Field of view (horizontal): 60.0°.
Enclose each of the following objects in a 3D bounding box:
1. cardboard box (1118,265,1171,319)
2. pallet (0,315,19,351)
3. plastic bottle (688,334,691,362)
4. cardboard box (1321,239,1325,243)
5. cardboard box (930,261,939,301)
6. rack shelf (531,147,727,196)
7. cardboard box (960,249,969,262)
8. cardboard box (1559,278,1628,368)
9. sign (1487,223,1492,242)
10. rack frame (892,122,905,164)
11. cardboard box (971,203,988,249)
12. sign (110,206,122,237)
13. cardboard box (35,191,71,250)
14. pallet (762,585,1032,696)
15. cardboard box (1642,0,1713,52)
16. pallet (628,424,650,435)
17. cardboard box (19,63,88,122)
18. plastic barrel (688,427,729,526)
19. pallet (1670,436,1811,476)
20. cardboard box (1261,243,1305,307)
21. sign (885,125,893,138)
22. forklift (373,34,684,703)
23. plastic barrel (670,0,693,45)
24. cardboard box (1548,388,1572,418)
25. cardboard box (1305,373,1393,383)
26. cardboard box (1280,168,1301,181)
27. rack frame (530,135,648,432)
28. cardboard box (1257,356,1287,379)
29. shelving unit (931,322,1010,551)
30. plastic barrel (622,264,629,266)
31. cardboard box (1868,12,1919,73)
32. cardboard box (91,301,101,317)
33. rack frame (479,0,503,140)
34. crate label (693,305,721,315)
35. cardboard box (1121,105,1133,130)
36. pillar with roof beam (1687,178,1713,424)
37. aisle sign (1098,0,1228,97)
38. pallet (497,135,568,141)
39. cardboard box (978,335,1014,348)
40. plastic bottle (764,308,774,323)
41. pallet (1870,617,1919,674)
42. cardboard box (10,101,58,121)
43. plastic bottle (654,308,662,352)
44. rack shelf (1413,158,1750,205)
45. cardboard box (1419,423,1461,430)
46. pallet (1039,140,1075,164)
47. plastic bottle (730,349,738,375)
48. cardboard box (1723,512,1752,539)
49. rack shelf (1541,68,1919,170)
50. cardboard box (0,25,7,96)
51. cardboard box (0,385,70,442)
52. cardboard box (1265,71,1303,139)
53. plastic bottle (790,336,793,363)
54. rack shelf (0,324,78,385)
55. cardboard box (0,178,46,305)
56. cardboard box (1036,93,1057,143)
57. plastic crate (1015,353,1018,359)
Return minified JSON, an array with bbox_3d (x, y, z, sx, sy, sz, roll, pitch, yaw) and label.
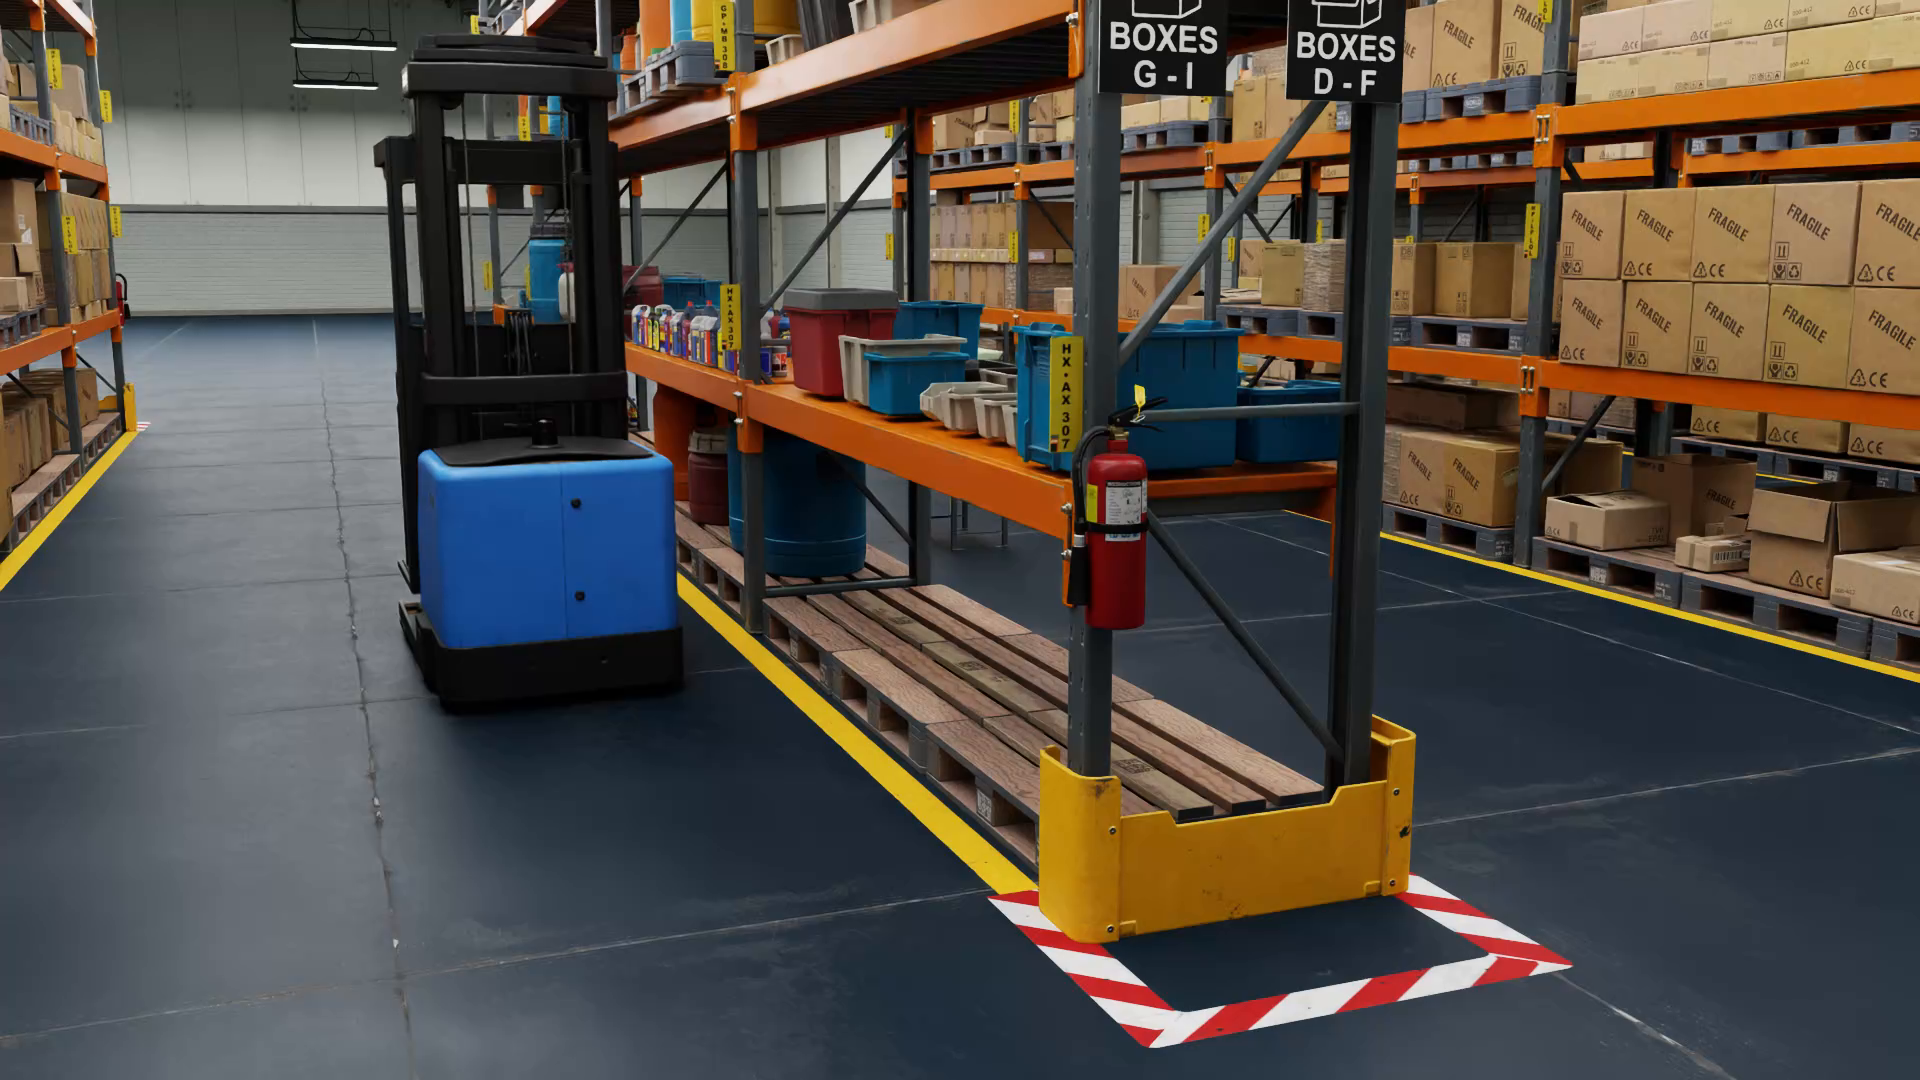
[{"bbox_3d":[1.713,-2.396,16.040,0.500,0.500,0.500,-4,11,-21],"label":"cardboard box"},{"bbox_3d":[-7.065,-1.375,11.134,1.213,0.211,1.003,-4,11,-21],"label":"pallet"},{"bbox_3d":[-1.601,-1.186,10.092,0.097,0.201,0.097,0,10,0],"label":"plastic bottle"},{"bbox_3d":[4.686,-3.568,21.141,0.500,0.500,0.500,-4,11,-19],"label":"cardboard box"},{"bbox_3d":[-0.020,-3.181,20.451,0.700,0.500,0.500,-4,11,-19],"label":"cardboard box"},{"bbox_3d":[-2.816,-3.123,13.904,1.077,0.370,4.000,-4,11,-21],"label":"rack shelf"},{"bbox_3d":[0.221,-3.291,19.218,0.380,0.149,0.250,-4,11,-19],"label":"cardboard box"},{"bbox_3d":[3.907,-1.284,9.788,0.500,0.500,0.500,-4,11,-19],"label":"cardboard box"},{"bbox_3d":[6.209,-3.562,19.573,0.100,0.325,0.005,-4,11,-21],"label":"sign"},{"bbox_3d":[-0.372,-6.248,20.848,1.000,3.000,0.127,-4,11,-21],"label":"rack frame"},{"bbox_3d":[0.545,-3.565,18.908,0.700,0.500,0.500,-4,11,-21],"label":"cardboard box"},{"bbox_3d":[-9.082,-3.423,17.893,0.100,0.325,0.005,-4,11,-21],"label":"sign"},{"bbox_3d":[-8.083,-2.791,14.553,0.500,0.500,0.500,-4,11,-21],"label":"cardboard box"},{"bbox_3d":[-0.339,0.469,8.181,1.003,0.211,1.213,-4,11,-21],"label":"pallet"},{"bbox_3d":[4.104,-2.808,9.075,0.500,0.250,0.500,-4,11,-21],"label":"cardboard box"},{"bbox_3d":[-3.745,-1.067,16.814,1.003,0.211,1.213,-4,11,-21],"label":"pallet"},{"bbox_3d":[-8.809,-4.348,16.169,0.500,0.500,0.500,-4,11,-21],"label":"cardboard box"},{"bbox_3d":[-1.489,-0.431,10.963,0.600,0.588,0.708,-4,11,-21],"label":"plastic barrel"},{"bbox_3d":[7.358,-0.797,15.297,1.003,0.211,1.213,-4,11,-21],"label":"pallet"},{"bbox_3d":[2.860,-2.148,13.449,0.700,0.500,0.500,-9,13,-40],"label":"cardboard box"},{"bbox_3d":[-0.892,-5.206,20.834,0.100,0.325,0.005,-4,11,-21],"label":"sign"},{"bbox_3d":[-2.292,-0.949,8.387,1.130,2.935,3.031,-4,11,-23],"label":"forklift"},{"bbox_3d":[-1.403,-3.221,9.766,0.600,0.901,0.708,-4,11,-21],"label":"plastic barrel"},{"bbox_3d":[6.548,-1.574,17.585,0.700,0.500,0.500,-4,11,-21],"label":"cardboard box"},{"bbox_3d":[3.109,-1.197,13.322,0.500,0.250,0.500,-3,11,-19],"label":"cardboard box"},{"bbox_3d":[4.485,-4.900,21.494,0.500,0.500,0.500,-3,11,-18],"label":"cardboard box"},{"bbox_3d":[-3.541,-2.327,15.939,1.000,3.000,0.127,-4,11,-21],"label":"rack frame"},{"bbox_3d":[4.410,-2.383,22.674,0.500,0.311,0.500,-5,11,-27],"label":"cardboard box"},{"bbox_3d":[-0.002,-0.739,11.295,0.431,1.500,0.755,-4,11,-21],"label":"shelving unit"},{"bbox_3d":[-2.976,-2.034,13.900,0.433,0.535,0.433,0,10,0],"label":"plastic barrel"},{"bbox_3d":[4.630,-2.316,7.736,0.500,0.250,0.500,-4,11,-21],"label":"cardboard box"},{"bbox_3d":[-8.669,-2.271,16.337,0.380,0.149,0.250,-4,11,-21],"label":"cardboard box"},{"bbox_3d":[-4.990,-5.934,19.084,1.000,3.000,0.127,-4,11,-21],"label":"rack frame"},{"bbox_3d":[-1.895,-1.685,12.803,0.303,0.233,0.416,-4,11,-21],"label":"crate label"},{"bbox_3d":[1.713,-3.935,15.640,0.500,0.250,0.500,-5,11,-26],"label":"cardboard box"},{"bbox_3d":[3.465,-5.251,15.243,9.100,9.000,0.400,-4,11,-21],"label":"pillar with roof beam"},{"bbox_3d":[0.561,-1.618,4.529,0.394,0.787,0.004,-4,11,-21],"label":"aisle sign"},{"bbox_3d":[-3.893,-3.823,16.320,1.213,0.211,1.003,-4,11,-21],"label":"pallet"},{"bbox_3d":[0.351,-2.089,19.109,0.500,0.500,0.500,-4,11,-21],"label":"cardboard box"},{"bbox_3d":[-1.297,-1.451,11.379,0.097,0.271,0.097,0,10,0],"label":"plastic bottle"},{"bbox_3d":[5.109,0.548,7.736,1.003,0.211,1.213,-4,11,-21],"label":"pallet"},{"bbox_3d":[-7.988,-3.685,14.295,0.380,0.149,0.250,-4,11,-23],"label":"cardboard box"},{"bbox_3d":[-1.978,-1.388,10.991,0.061,0.283,0.133,-4,11,-21],"label":"plastic bottle"},{"bbox_3d":[6.418,-3.752,17.438,1.077,0.370,4.000,-4,11,-21],"label":"rack shelf"},{"bbox_3d":[3.650,-0.584,12.019,0.500,0.500,0.500,-4,11,-20],"label":"cardboard box"},{"bbox_3d":[1.409,-3.881,16.652,0.805,0.209,1.217,-4,11,-23],"label":"pallet"},{"bbox_3d":[-1.212,-1.043,9.050,0.061,0.283,0.133,-4,11,-21],"label":"plastic bottle"},{"bbox_3d":[4.719,-0.031,9.449,0.500,0.311,0.500,-4,11,-21],"label":"cardboard box"},{"bbox_3d":[4.701,-2.131,8.327,1.077,0.370,4.000,-4,11,-21],"label":"rack shelf"},{"bbox_3d":[-7.007,-3.390,11.635,0.500,0.500,0.500,-4,11,-23],"label":"cardboard box"},{"bbox_3d":[-8.479,-1.150,15.258,0.500,0.500,0.500,0,10,-3],"label":"cardboard box"},{"bbox_3d":[2.901,-3.362,12.904,0.910,0.500,0.500,-4,11,-21],"label":"cardboard box"},{"bbox_3d":[-0.932,-1.202,9.965,0.152,0.276,0.135,-4,11,-21],"label":"plastic bottle"},{"bbox_3d":[-7.432,-1.332,12.399,1.077,0.370,4.000,-4,11,-21],"label":"rack shelf"},{"bbox_3d":[-8.000,-2.377,13.303,1.000,1.000,1.000,-4,11,-21],"label":"cardboard box"},{"bbox_3d":[1.141,-4.542,17.938,0.500,0.500,0.500,-3,11,-16],"label":"cardboard box"},{"bbox_3d":[0.439,-0.641,6.764,0.416,0.233,0.300,-4,11,-21],"label":"plastic crate"}]
